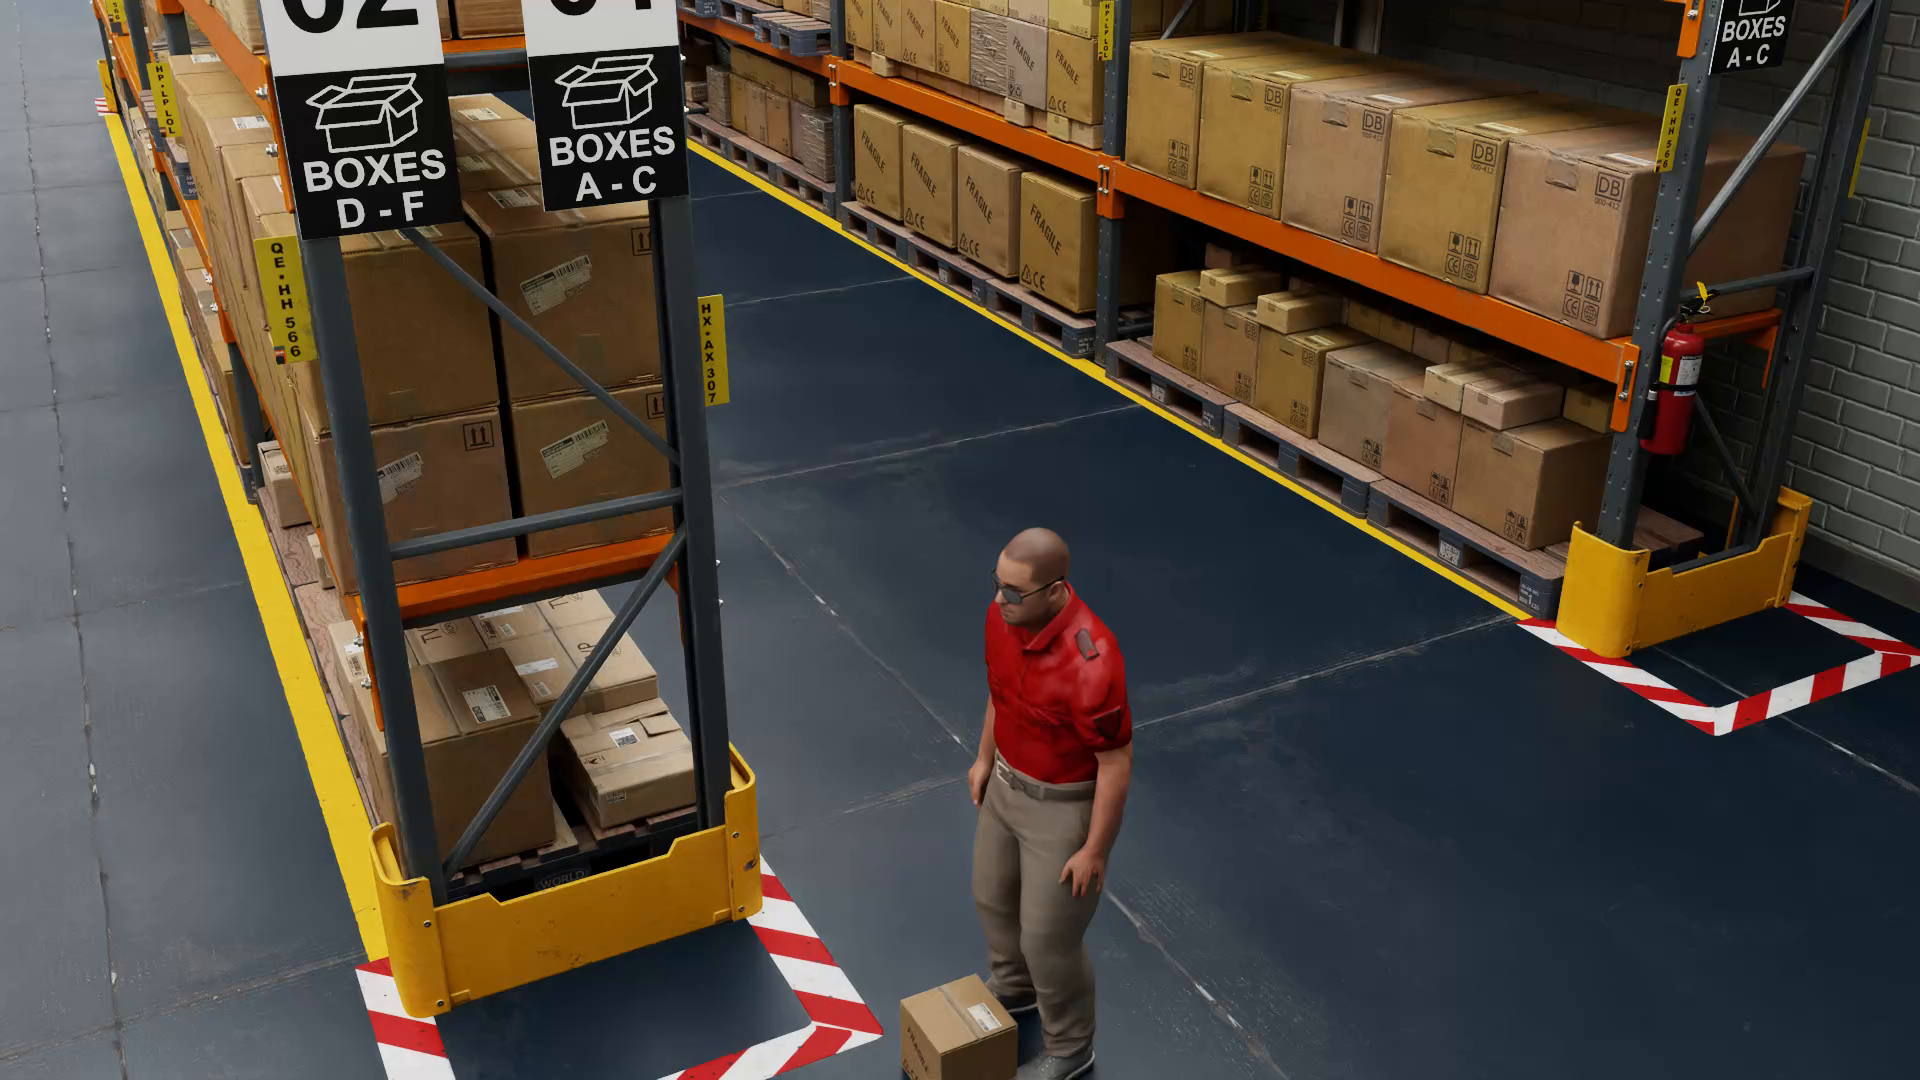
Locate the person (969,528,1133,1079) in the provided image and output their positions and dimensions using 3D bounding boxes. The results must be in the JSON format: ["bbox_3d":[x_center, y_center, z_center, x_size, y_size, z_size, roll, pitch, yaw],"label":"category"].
[{"bbox_3d":[0.218,0.734,4.577,0.399,1.725,0.598,-15,29,-28],"label":"person"}]
